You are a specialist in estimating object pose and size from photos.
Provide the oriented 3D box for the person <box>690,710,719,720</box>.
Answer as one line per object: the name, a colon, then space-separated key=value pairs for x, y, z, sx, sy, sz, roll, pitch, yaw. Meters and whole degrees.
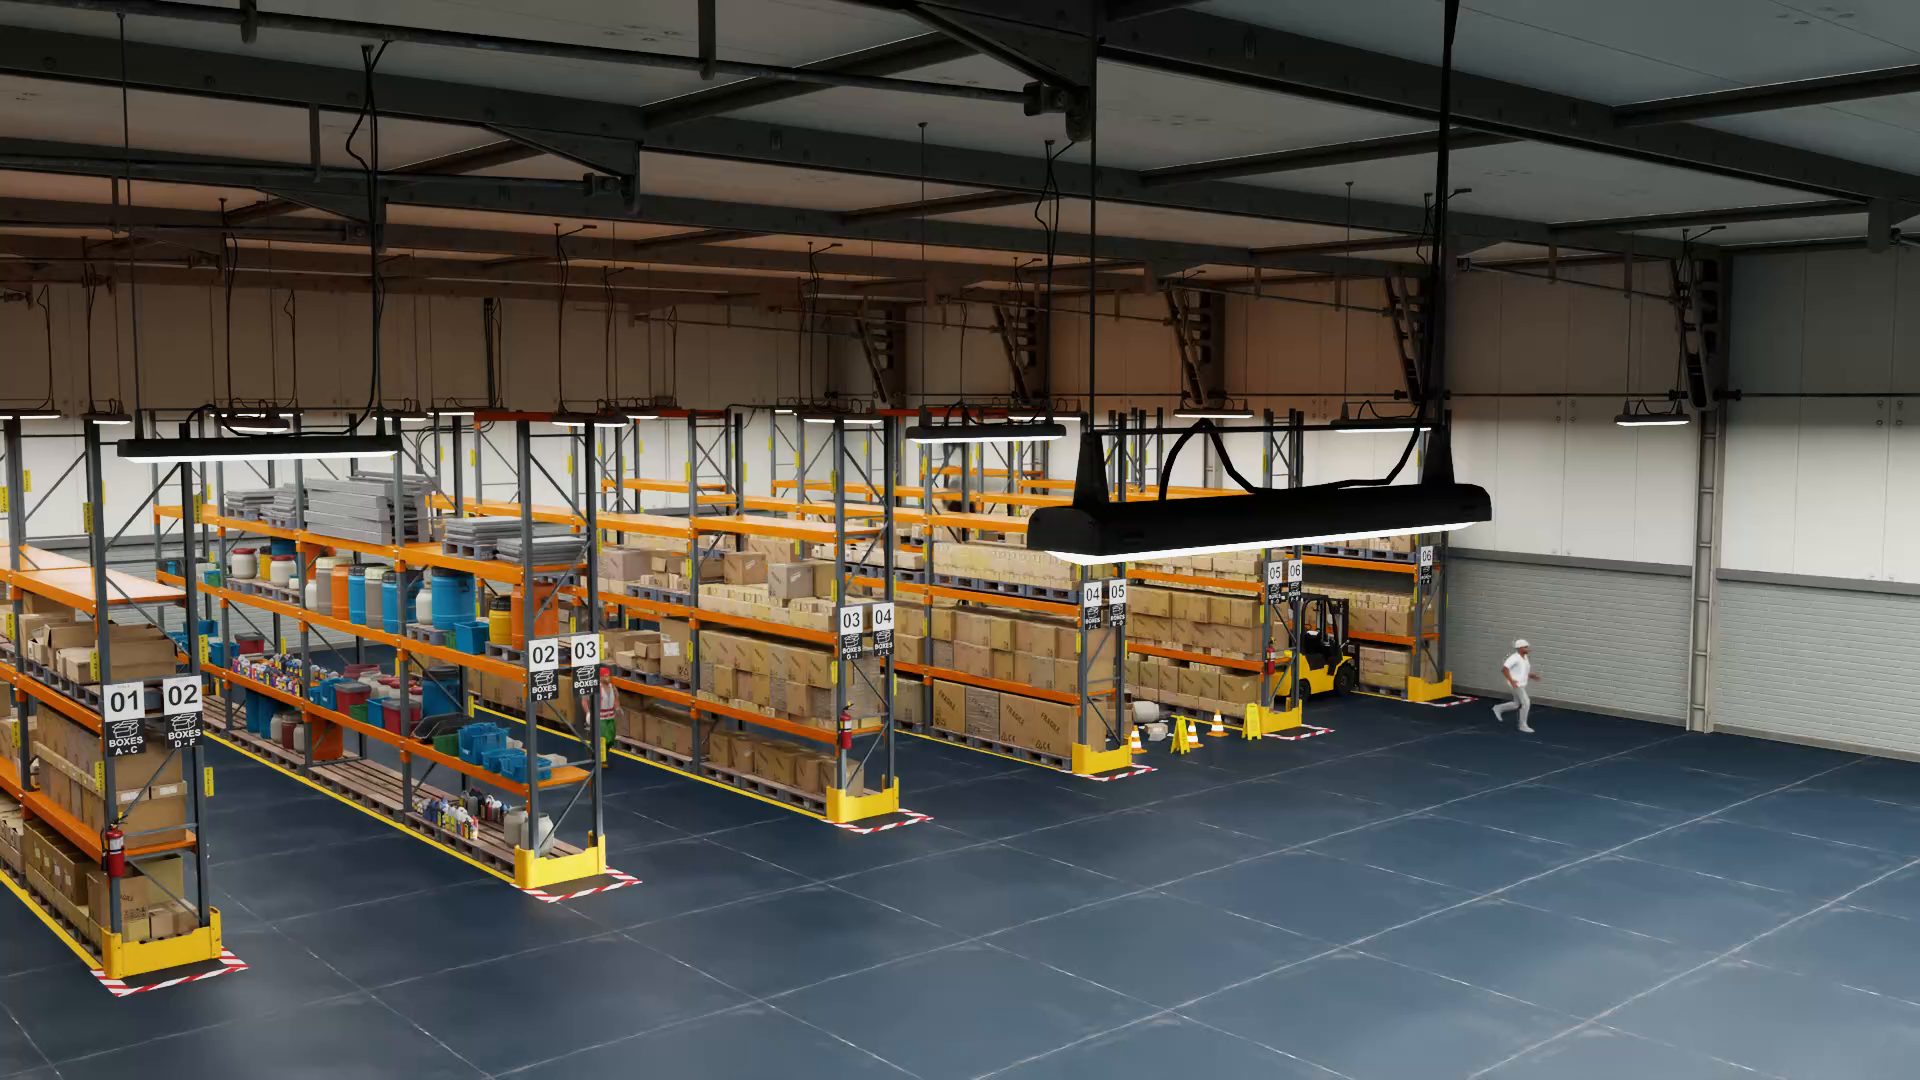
person: x=-4.799 y=2.741 z=31.577 sx=0.881 sy=1.586 sz=0.537 roll=4 pitch=7 yaw=41

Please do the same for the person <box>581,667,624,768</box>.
person: x=-5.975 y=3.007 z=27.978 sx=0.633 sy=1.732 sz=0.670 roll=4 pitch=6 yaw=39

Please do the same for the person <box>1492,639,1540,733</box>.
person: x=10.433 y=2.721 z=31.330 sx=0.855 sy=1.738 sz=0.680 roll=4 pitch=6 yaw=38
